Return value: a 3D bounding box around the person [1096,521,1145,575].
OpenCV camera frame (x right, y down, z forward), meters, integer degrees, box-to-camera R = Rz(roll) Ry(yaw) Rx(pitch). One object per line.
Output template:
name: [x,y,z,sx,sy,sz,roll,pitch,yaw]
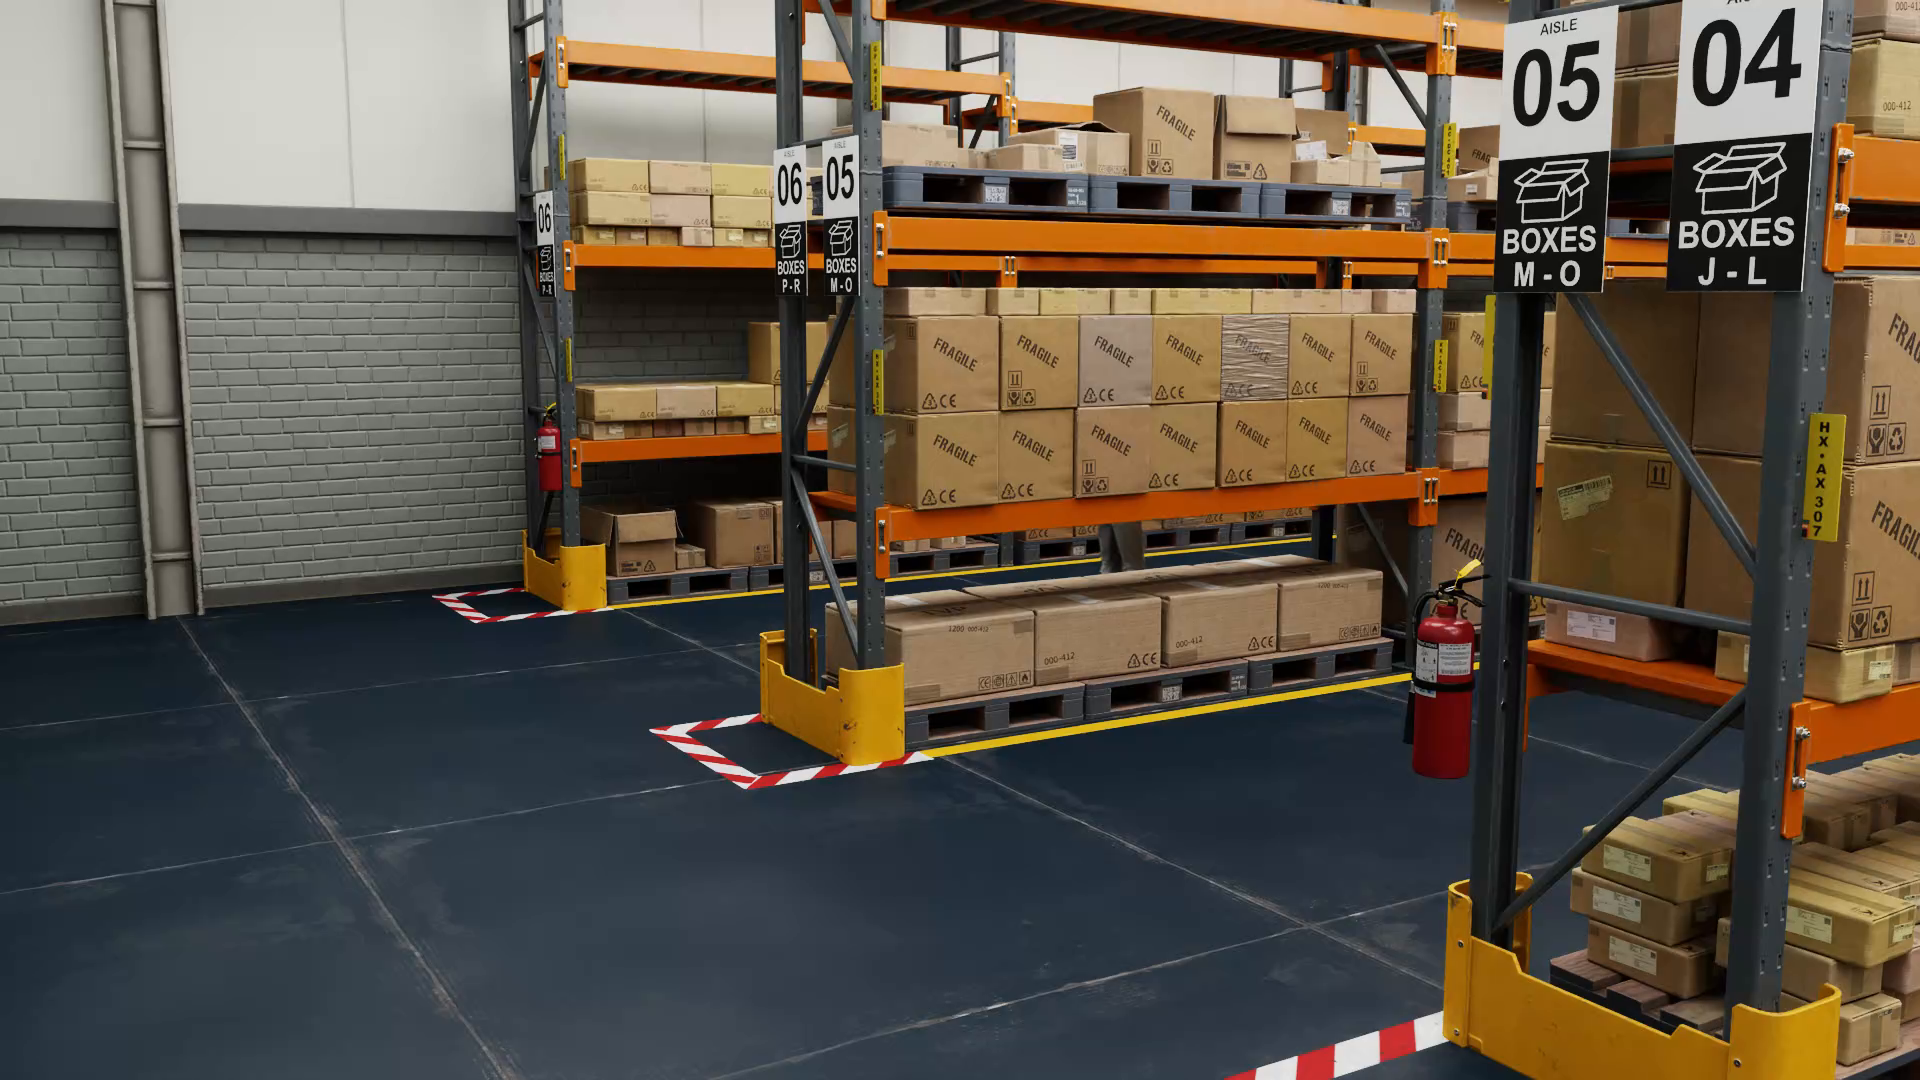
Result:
person: [1.178,-0.159,11.969,0.547,1.662,0.444,-6,10,-35]
